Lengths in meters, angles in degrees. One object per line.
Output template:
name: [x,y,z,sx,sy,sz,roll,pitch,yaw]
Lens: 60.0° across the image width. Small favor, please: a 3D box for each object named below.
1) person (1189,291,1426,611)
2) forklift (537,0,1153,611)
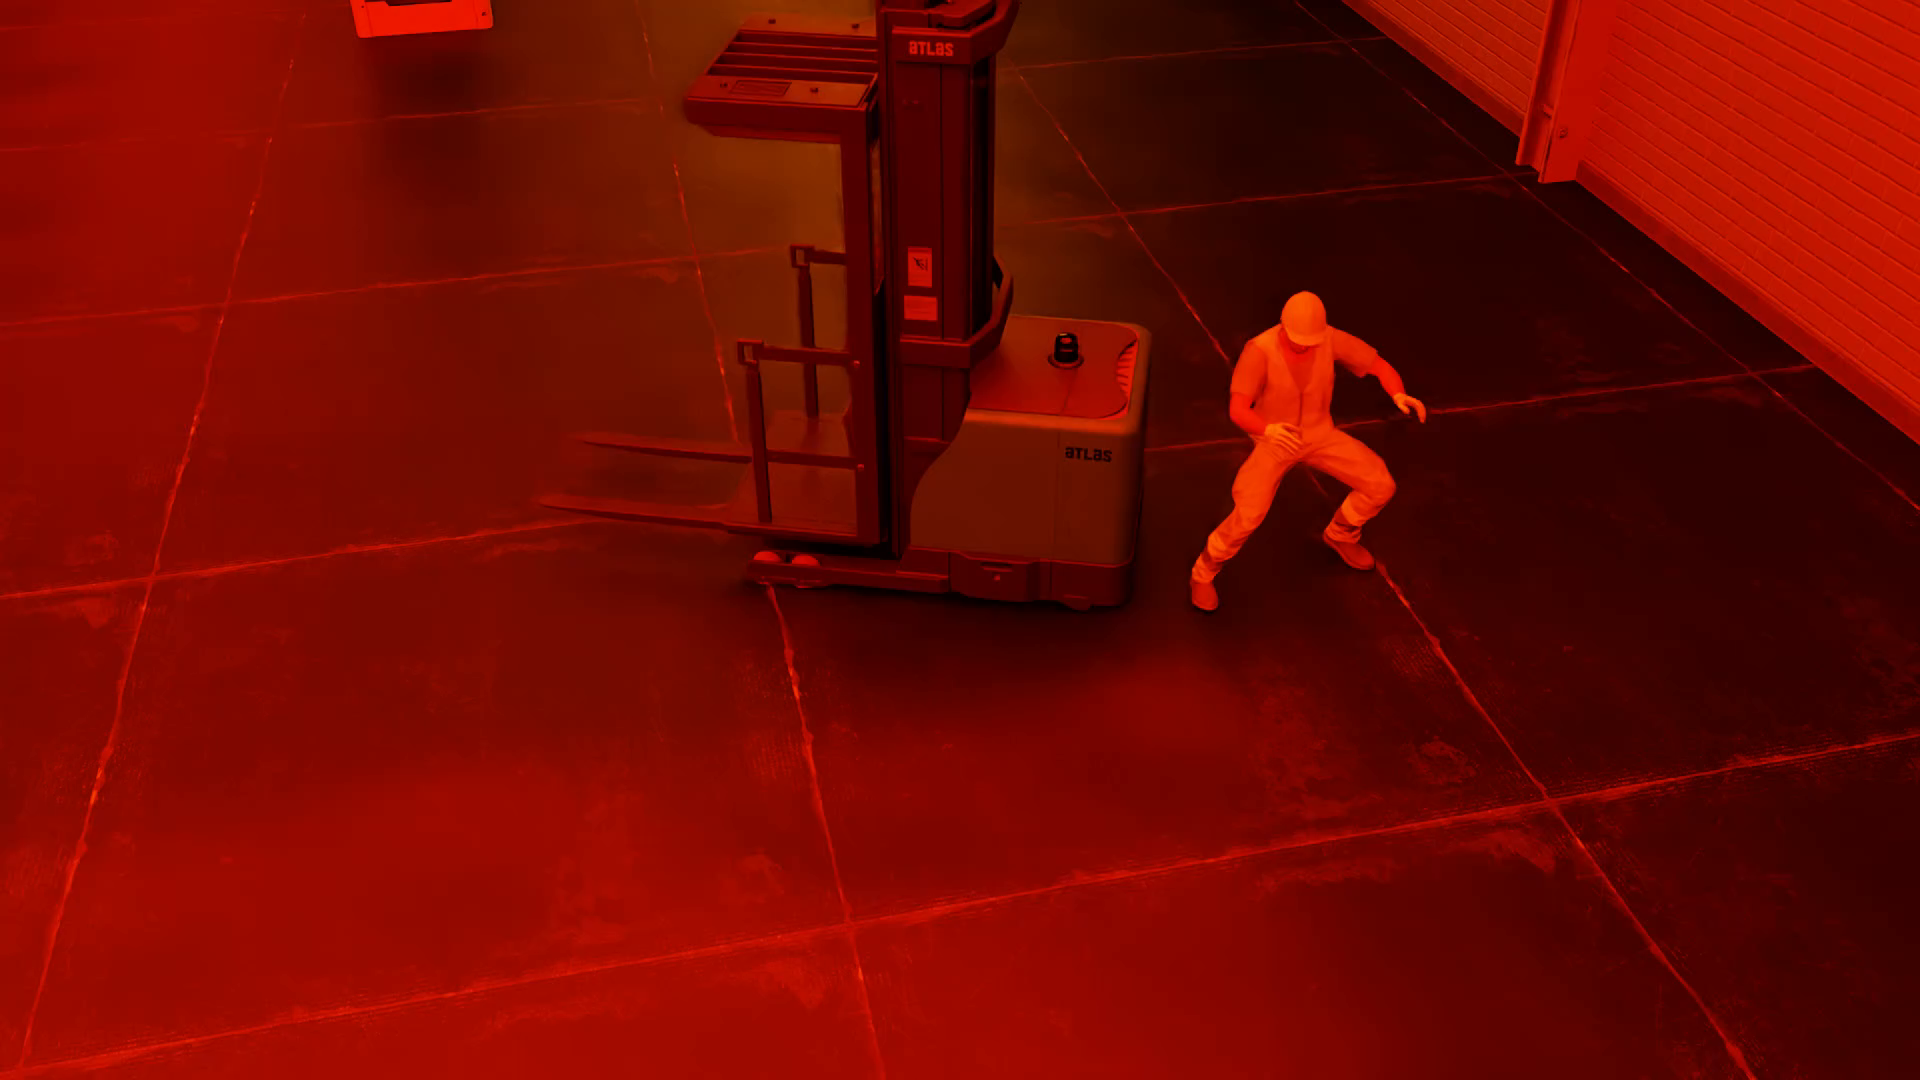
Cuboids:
person: [1.596,-0.429,7.843,0.980,1.541,0.761,-5,36,-6]
forklift: [-0.602,-1.247,7.783,3.031,2.935,1.130,5,36,7]
